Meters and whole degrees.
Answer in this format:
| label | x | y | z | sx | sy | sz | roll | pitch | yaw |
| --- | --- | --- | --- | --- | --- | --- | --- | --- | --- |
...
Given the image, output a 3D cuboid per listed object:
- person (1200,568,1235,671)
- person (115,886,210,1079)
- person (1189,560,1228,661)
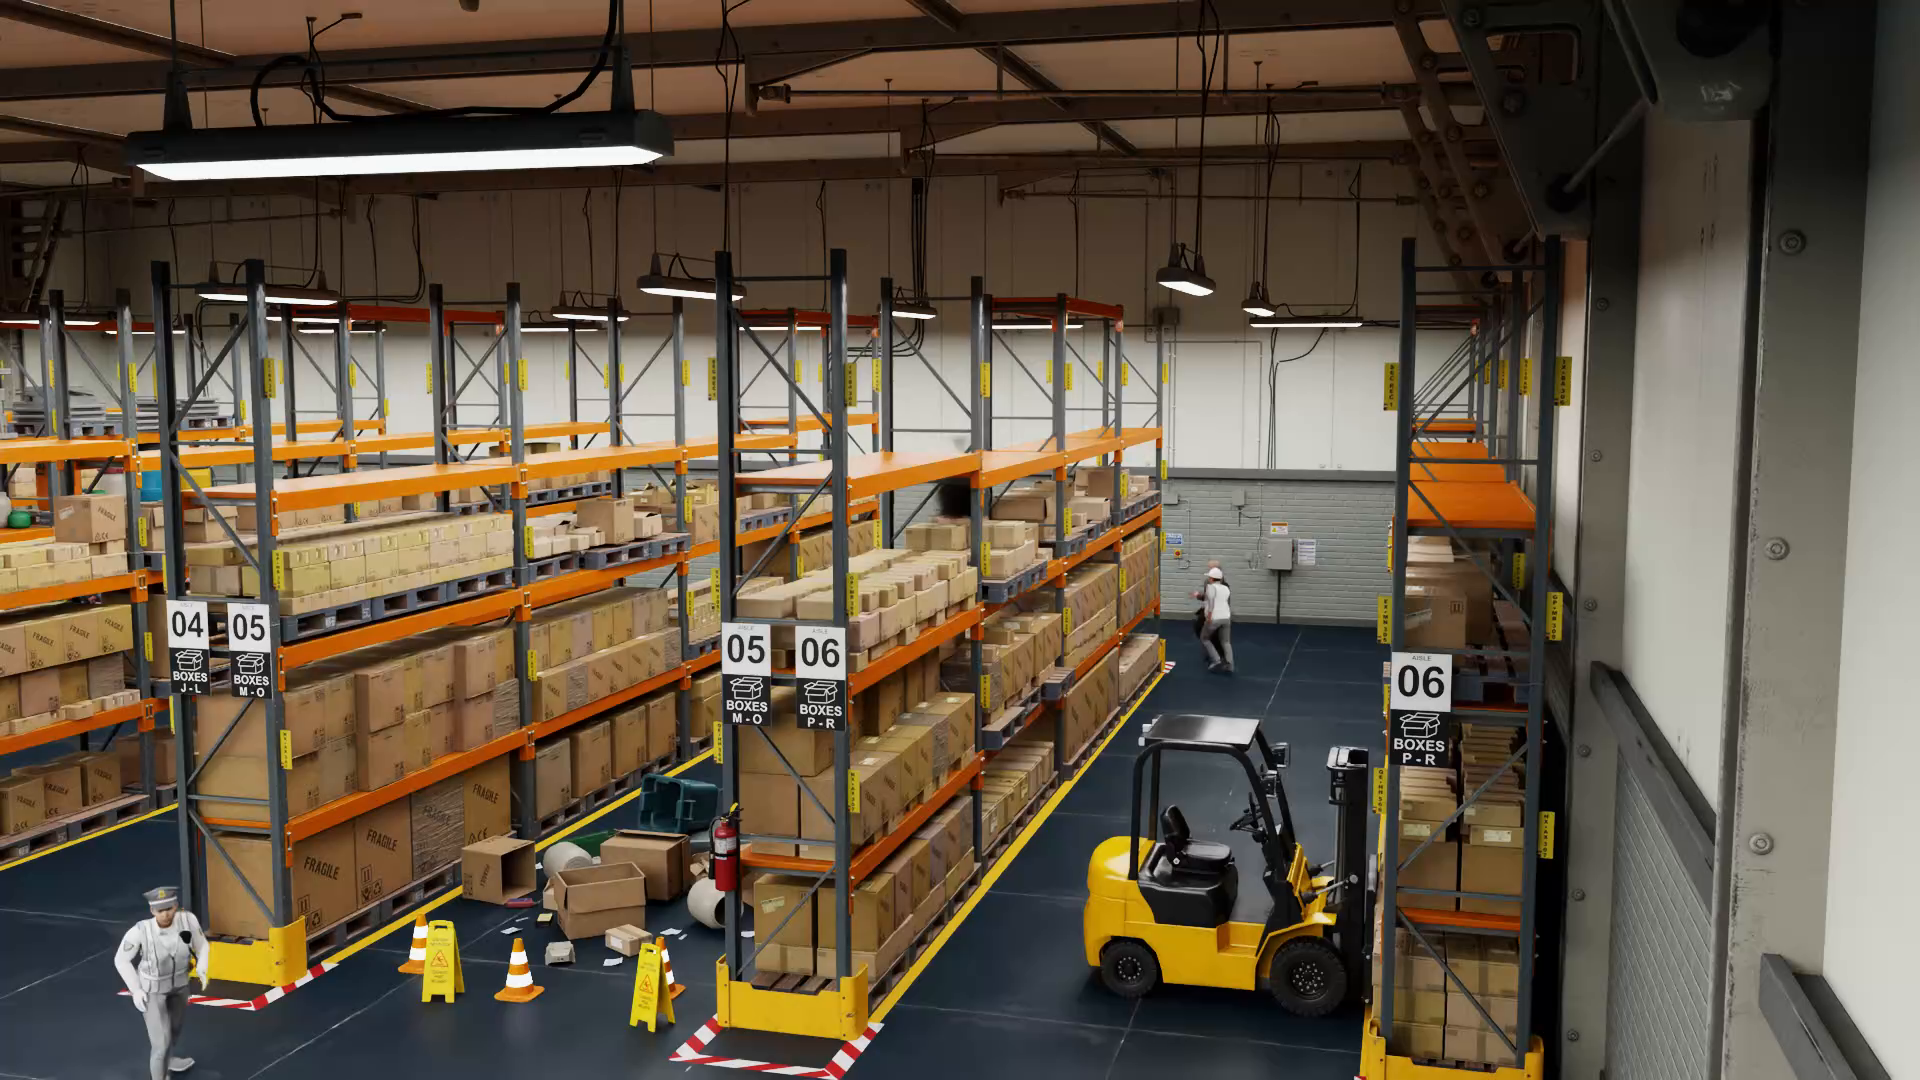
| label | x | y | z | sx | sy | sz | roll | pitch | yaw |
| --- | --- | --- | --- | --- | --- | --- | --- | --- | --- |
| person | 4.356 | 1.364 | 27.904 | 0.615 | 1.751 | 0.805 | -3 | 7 | -24 |
| person | -5.595 | 3.148 | 11.716 | 0.847 | 1.604 | 0.645 | 4 | 7 | 35 |
| person | 4.345 | 1.282 | 28.846 | 0.760 | 1.702 | 0.695 | 1 | 6 | 8 |
